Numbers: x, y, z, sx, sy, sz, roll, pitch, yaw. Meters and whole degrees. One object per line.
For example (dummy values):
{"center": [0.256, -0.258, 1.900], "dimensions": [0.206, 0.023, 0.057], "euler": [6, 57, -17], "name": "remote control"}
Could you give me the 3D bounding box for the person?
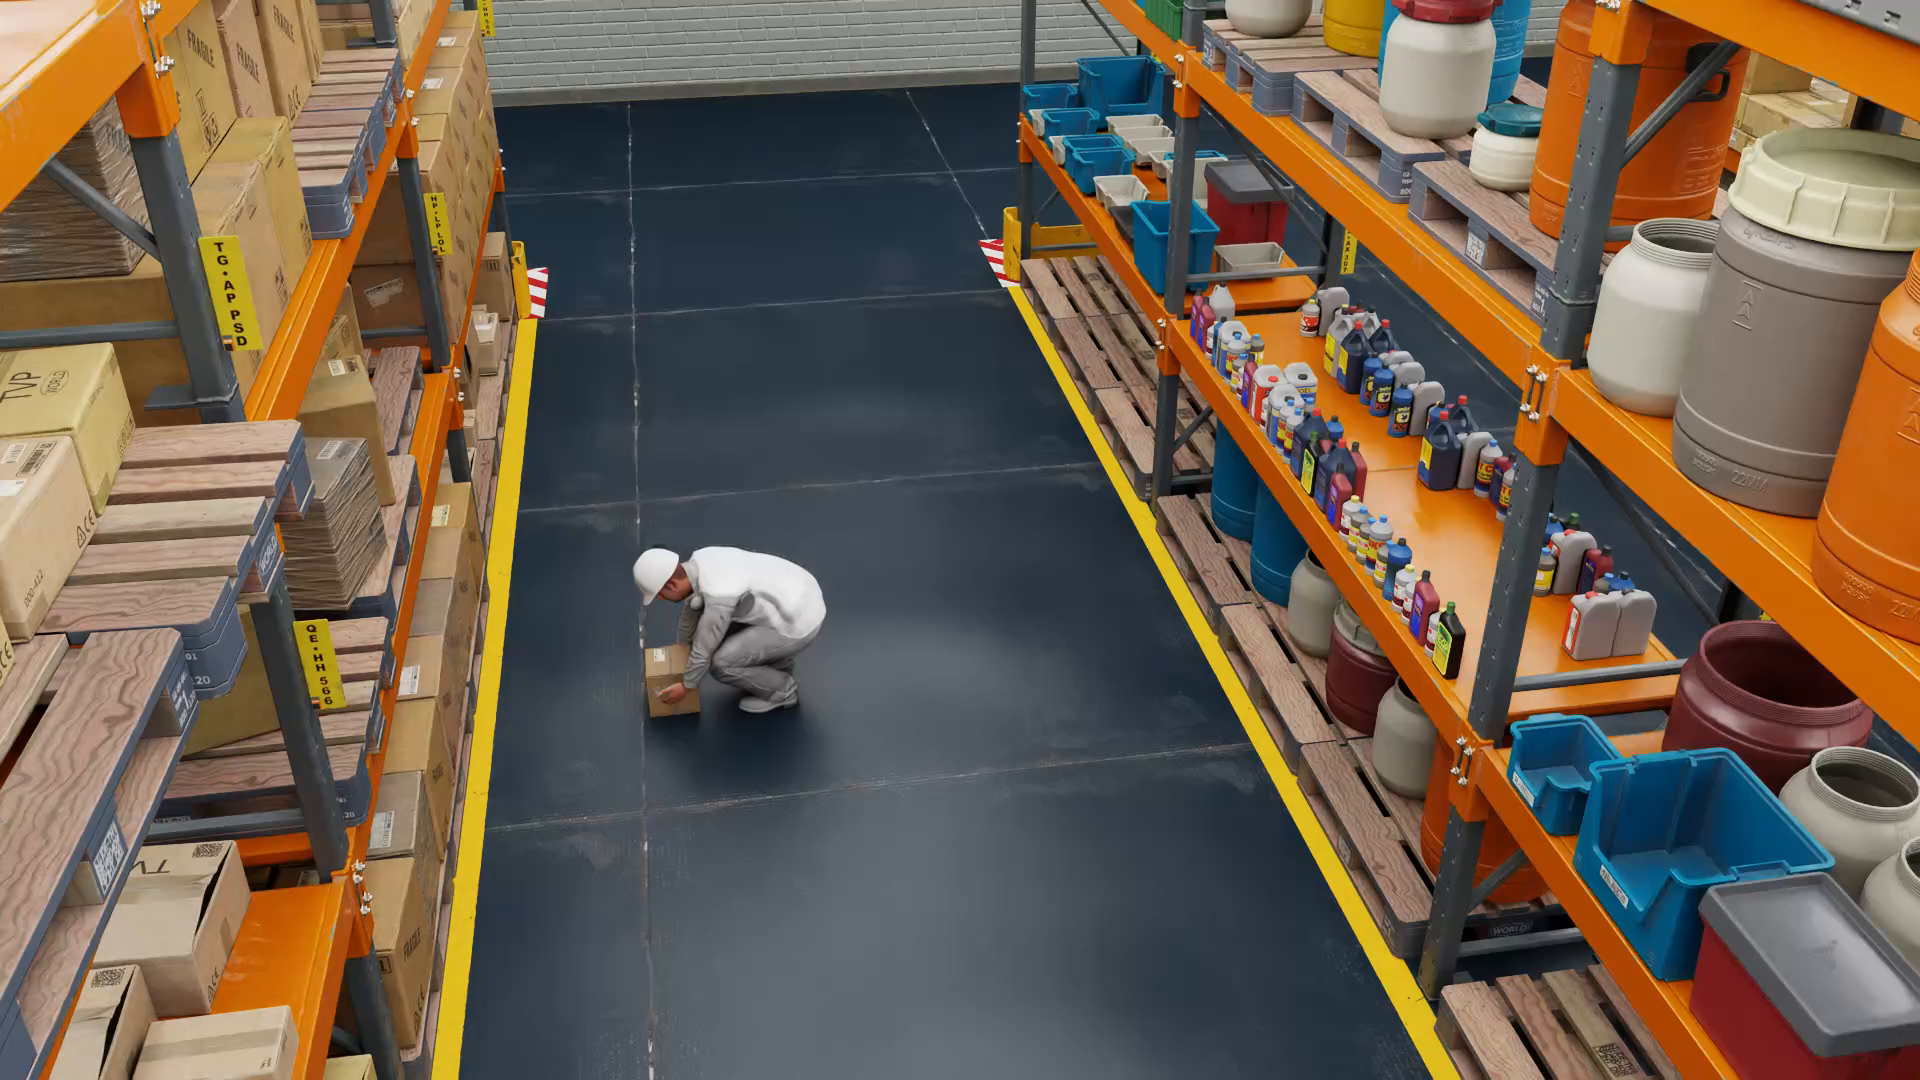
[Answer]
{"center": [-1.136, 0.395, 8.279], "dimensions": [0.898, 0.930, 0.518], "euler": [-5, 31, -9], "name": "person"}
